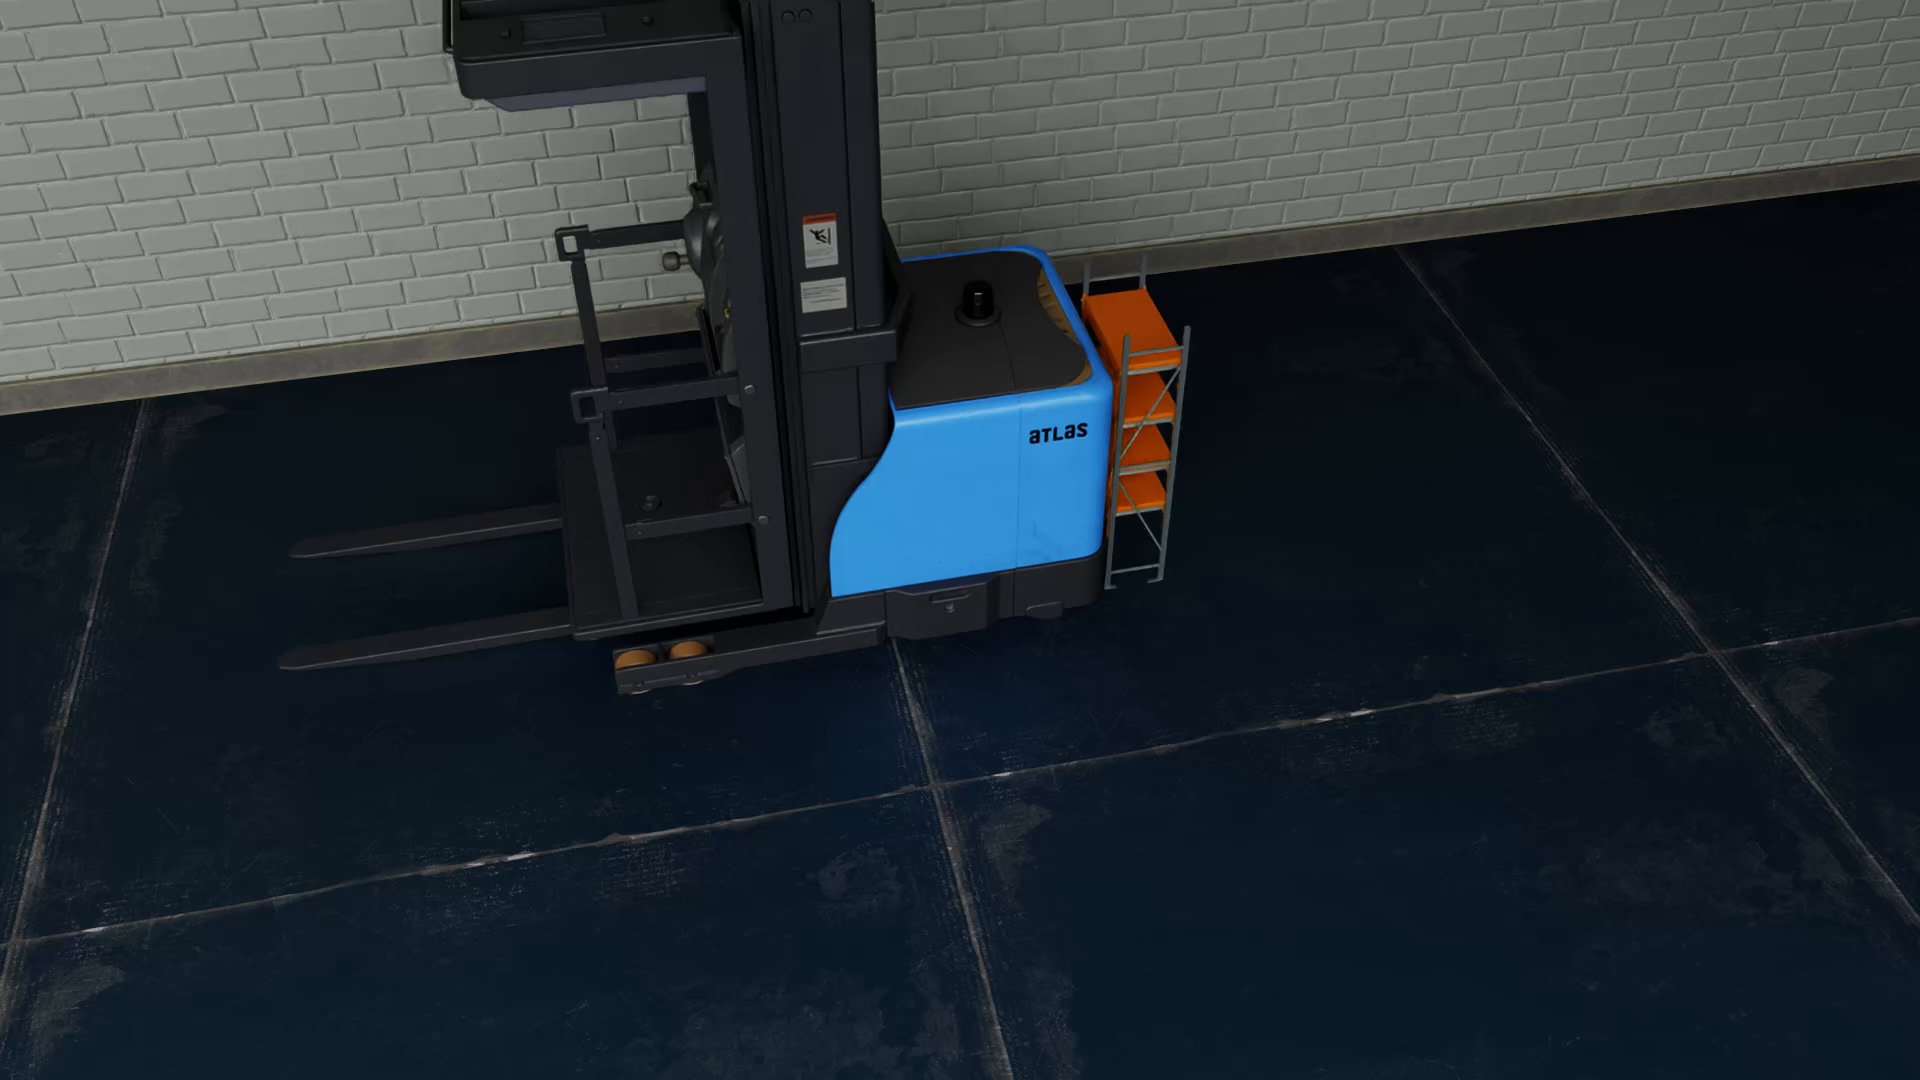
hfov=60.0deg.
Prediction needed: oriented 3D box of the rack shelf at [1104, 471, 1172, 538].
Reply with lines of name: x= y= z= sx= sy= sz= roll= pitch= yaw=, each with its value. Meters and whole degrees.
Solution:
rack shelf: x=0.628 y=-0.234 z=6.510 sx=0.258 sy=0.148 sz=0.480 roll=-9 pitch=42 yaw=-10

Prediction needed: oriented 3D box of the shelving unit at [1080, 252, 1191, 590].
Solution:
shelving unit: x=0.629 y=-0.433 z=6.334 sx=0.258 sy=1.200 sz=0.503 roll=-9 pitch=42 yaw=-10

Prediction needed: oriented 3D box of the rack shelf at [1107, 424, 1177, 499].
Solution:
rack shelf: x=0.628 y=-0.383 z=6.378 sx=0.258 sy=0.148 sz=0.480 roll=-9 pitch=42 yaw=-10

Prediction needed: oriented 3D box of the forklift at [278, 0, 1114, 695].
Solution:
forklift: x=-1.022 y=-0.918 z=5.576 sx=3.031 sy=2.935 sz=1.130 roll=-9 pitch=42 yaw=-10

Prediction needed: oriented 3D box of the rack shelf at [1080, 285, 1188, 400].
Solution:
rack shelf: x=0.629 y=-0.727 z=6.073 sx=0.258 sy=0.148 sz=0.480 roll=-9 pitch=42 yaw=-10

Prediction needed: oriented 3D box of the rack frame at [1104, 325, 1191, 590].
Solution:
rack frame: x=0.684 y=-0.275 z=6.156 sx=0.240 sy=1.200 sz=0.015 roll=-9 pitch=42 yaw=-10

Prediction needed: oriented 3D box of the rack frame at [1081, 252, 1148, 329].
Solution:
rack frame: x=0.573 y=-0.591 z=6.511 sx=0.240 sy=1.200 sz=0.015 roll=-9 pitch=42 yaw=-10

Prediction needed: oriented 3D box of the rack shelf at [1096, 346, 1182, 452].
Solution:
rack shelf: x=0.629 y=-0.550 z=6.230 sx=0.258 sy=0.148 sz=0.480 roll=-9 pitch=42 yaw=-10
